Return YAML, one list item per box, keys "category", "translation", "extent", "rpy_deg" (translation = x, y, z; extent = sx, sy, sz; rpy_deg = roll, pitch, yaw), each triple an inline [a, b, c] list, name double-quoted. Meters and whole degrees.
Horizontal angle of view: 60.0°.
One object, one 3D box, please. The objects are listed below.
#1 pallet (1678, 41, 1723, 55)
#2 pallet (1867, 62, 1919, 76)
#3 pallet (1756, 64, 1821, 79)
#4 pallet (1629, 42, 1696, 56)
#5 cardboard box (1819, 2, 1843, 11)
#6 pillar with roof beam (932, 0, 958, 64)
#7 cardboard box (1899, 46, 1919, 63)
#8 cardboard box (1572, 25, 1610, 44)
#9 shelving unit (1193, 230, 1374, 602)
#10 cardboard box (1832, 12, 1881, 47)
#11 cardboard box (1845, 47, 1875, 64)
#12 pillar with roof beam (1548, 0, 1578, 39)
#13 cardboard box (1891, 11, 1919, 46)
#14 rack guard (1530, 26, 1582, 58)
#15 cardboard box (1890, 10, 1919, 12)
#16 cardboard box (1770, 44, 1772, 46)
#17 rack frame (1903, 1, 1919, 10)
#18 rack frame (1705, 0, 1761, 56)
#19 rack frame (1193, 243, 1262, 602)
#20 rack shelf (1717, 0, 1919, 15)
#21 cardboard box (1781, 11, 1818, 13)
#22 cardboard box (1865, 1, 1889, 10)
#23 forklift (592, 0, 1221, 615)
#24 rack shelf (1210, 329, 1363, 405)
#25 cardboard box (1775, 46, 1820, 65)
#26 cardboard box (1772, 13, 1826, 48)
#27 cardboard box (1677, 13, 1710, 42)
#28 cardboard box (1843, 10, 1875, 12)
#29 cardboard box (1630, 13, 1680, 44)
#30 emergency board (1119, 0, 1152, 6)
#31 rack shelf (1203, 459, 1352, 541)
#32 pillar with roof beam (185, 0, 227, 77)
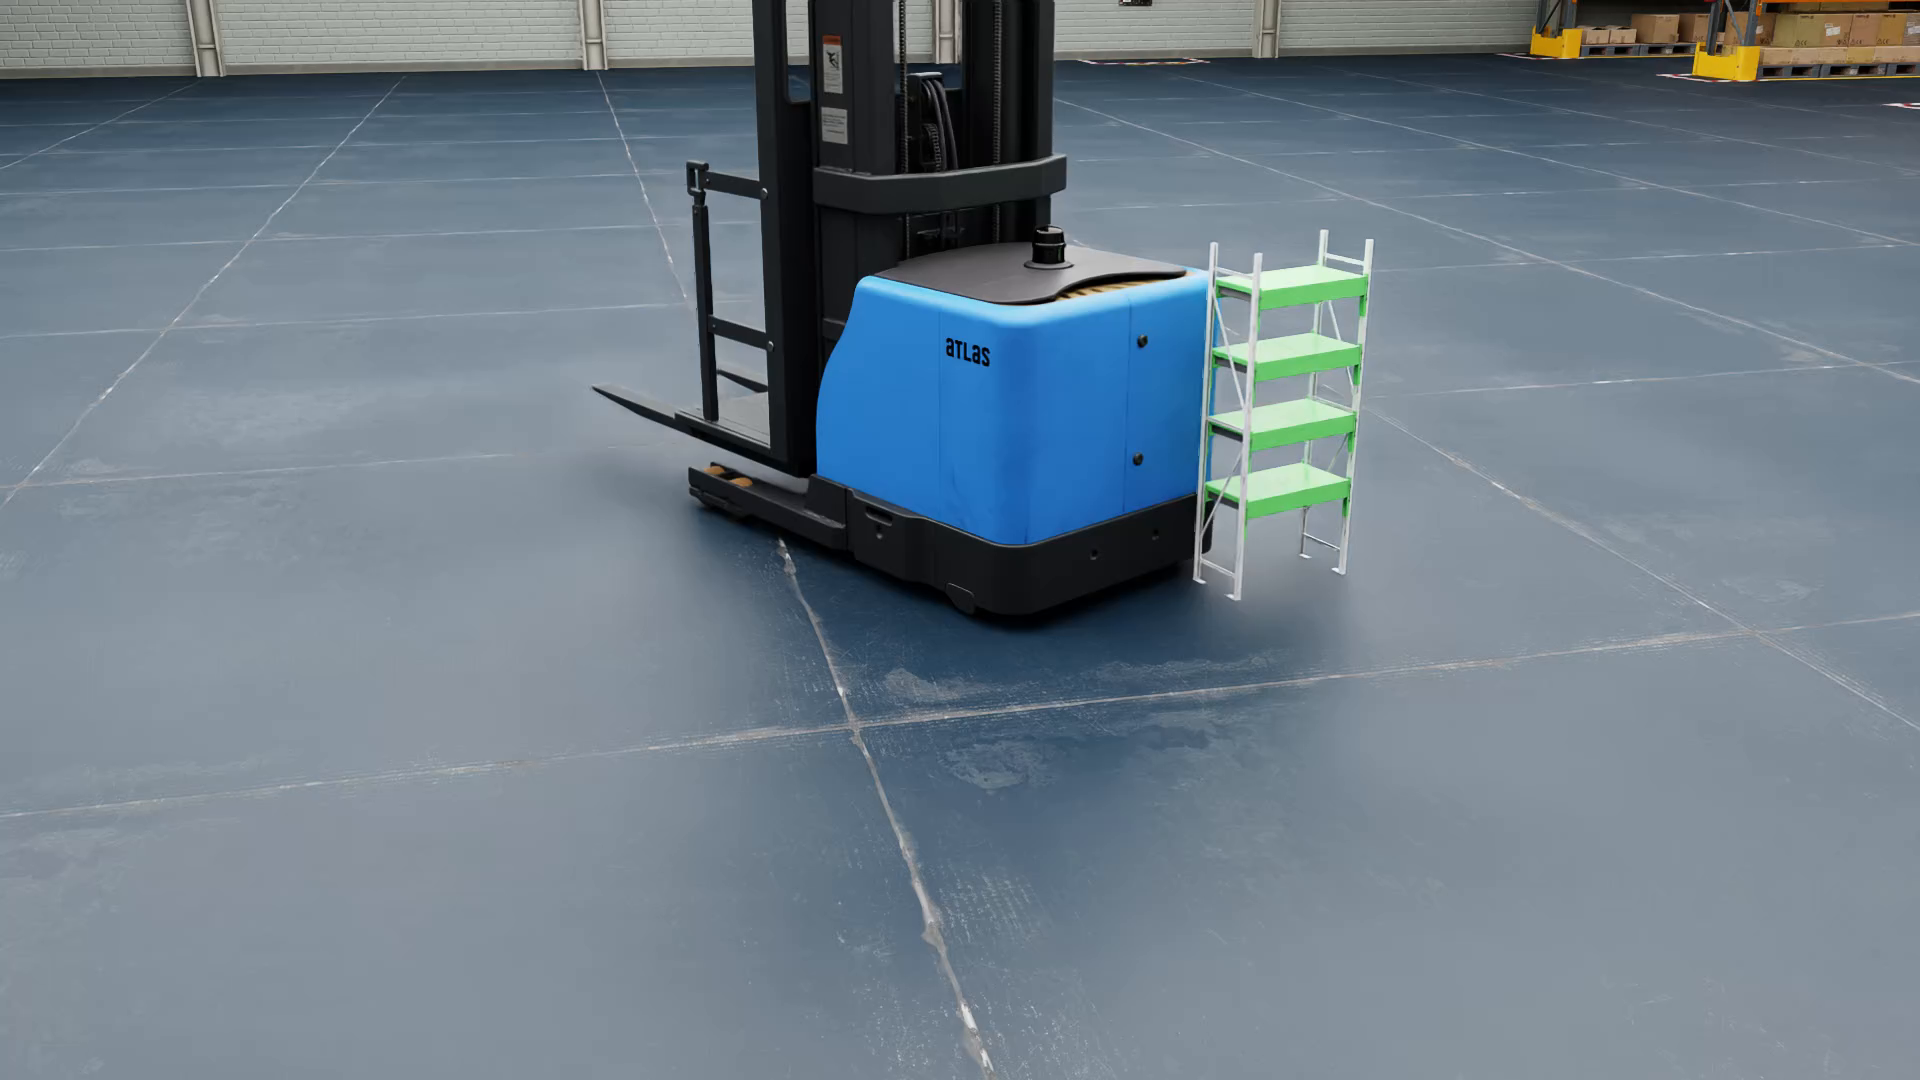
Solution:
- category: "pallet"
  translation: [14.181, -9.317, 31.444]
  extent: [1.213, 0.211, 1.003]
  rpy_deg: [-5, 21, -12]
- category: "pallet"
  translation: [15.186, -7.676, 26.962]
  extent: [1.213, 0.211, 1.003]
  rpy_deg: [-5, 21, -12]
- category: "pallet"
  translation: [12.812, -7.483, 26.434]
  extent: [1.213, 0.211, 1.003]
  rpy_deg: [-5, 21, -12]
- category: "pallet"
  translation: [12.991, -9.220, 31.177]
  extent: [1.213, 0.211, 1.003]
  rpy_deg: [-5, 21, -12]
- category: "cardboard box"
  translation: [16.472, -10.219, 31.755]
  extent: [0.500, 0.250, 0.500]
  rpy_deg: [-5, 21, -14]
- category: "pillar with roof beam"
  translation: [0.729, -11.146, 23.660]
  extent: [0.400, 9.000, 9.100]
  rpy_deg: [-5, 21, -12]
- category: "cardboard box"
  translation: [15.080, -7.794, 26.617]
  extent: [0.500, 0.250, 0.500]
  rpy_deg: [-5, 21, -12]
- category: "cardboard box"
  translation: [11.628, -9.344, 30.731]
  extent: [0.500, 0.311, 0.500]
  rpy_deg: [-7, 21, -19]
- category: "shelving unit"
  translation: [1.108, -0.430, 5.745]
  extent: [0.503, 1.200, 0.258]
  rpy_deg: [-12, 23, -29]
- category: "cardboard box"
  translation: [14.111, -8.061, 26.257]
  extent: [0.500, 0.500, 0.500]
  rpy_deg: [-5, 21, -12]
- category: "cardboard box"
  translation: [14.110, -7.710, 26.387]
  extent: [0.500, 0.250, 0.500]
  rpy_deg: [-5, 21, -12]
- category: "pillar with roof beam"
  translation: [12.407, -12.096, 26.253]
  extent: [0.400, 9.000, 9.100]
  rpy_deg: [-5, 21, -12]
- category: "cardboard box"
  translation: [15.080, -8.147, 26.490]
  extent: [0.500, 0.500, 0.500]
  rpy_deg: [-5, 21, -12]
- category: "rack guard"
  translation: [11.008, -9.208, 30.723]
  extent: [0.348, 0.500, 1.175]
  rpy_deg: [-5, 21, -12]
- category: "cardboard box"
  translation: [15.447, -8.360, 27.073]
  extent: [0.500, 0.500, 0.500]
  rpy_deg: [-5, 21, -12]
- category: "cardboard box"
  translation: [13.015, -7.808, 26.657]
  extent: [0.500, 0.250, 0.500]
  rpy_deg: [-5, 21, -12]
- category: "rack frame"
  translation: [18.719, -11.008, 32.006]
  extent: [0.127, 3.000, 1.000]
  rpy_deg: [-5, 21, -12]
- category: "rack frame"
  translation: [12.077, -8.717, 25.751]
  extent: [0.127, 3.000, 1.000]
  rpy_deg: [-5, 21, -12]
- category: "rack frame"
  translation: [0.899, -0.387, 5.626]
  extent: [0.015, 1.200, 0.240]
  rpy_deg: [-12, 23, -29]
- category: "rack shelf"
  translation: [14.024, -8.538, 26.307]
  extent: [4.000, 0.370, 1.077]
  rpy_deg: [-5, 21, -12]
- category: "cardboard box"
  translation: [13.500, -8.202, 26.640]
  extent: [0.500, 0.500, 0.500]
  rpy_deg: [-5, 21, -12]
- category: "cardboard box"
  translation: [17.461, -10.295, 31.962]
  extent: [0.500, 0.250, 0.500]
  rpy_deg: [-4, 21, -11]
- category: "forklift"
  translation: [-0.435, -1.557, 6.303]
  extent: [1.130, 2.935, 3.031]
  rpy_deg: [-17, 26, -38]
- category: "rack shelf"
  translation: [1.108, -0.596, 5.685]
  extent: [0.480, 0.148, 0.258]
  rpy_deg: [-12, 23, -29]
- category: "cardboard box"
  translation: [13.136, -7.632, 26.176]
  extent: [0.500, 0.250, 0.500]
  rpy_deg: [-5, 21, -12]
- category: "cardboard box"
  translation: [13.136, -7.984, 26.045]
  extent: [0.500, 0.500, 0.500]
  rpy_deg: [-5, 21, -12]
- category: "cardboard box"
  translation: [13.826, -9.629, 31.235]
  extent: [0.500, 0.500, 0.500]
  rpy_deg: [-6, 21, -17]
- category: "cardboard box"
  translation: [14.473, -8.281, 26.857]
  extent: [0.500, 0.500, 0.500]
  rpy_deg: [-5, 21, -12]
- category: "cardboard box"
  translation: [12.908, -9.519, 30.935]
  extent: [0.500, 0.500, 0.700]
  rpy_deg: [-6, 21, -16]
- category: "emergency board"
  translation: [3.163, -10.062, 29.423]
  extent: [0.643, 1.169, 0.194]
  rpy_deg: [-5, 21, -12]
- category: "rack shelf"
  translation: [1.108, -0.145, 5.850]
  extent: [0.480, 0.148, 0.258]
  rpy_deg: [-12, 23, -29]
- category: "pillar with roof beam"
  translation: [-10.949, -10.197, 21.067]
  extent: [0.400, 9.000, 9.100]
  rpy_deg: [-5, 21, -12]
